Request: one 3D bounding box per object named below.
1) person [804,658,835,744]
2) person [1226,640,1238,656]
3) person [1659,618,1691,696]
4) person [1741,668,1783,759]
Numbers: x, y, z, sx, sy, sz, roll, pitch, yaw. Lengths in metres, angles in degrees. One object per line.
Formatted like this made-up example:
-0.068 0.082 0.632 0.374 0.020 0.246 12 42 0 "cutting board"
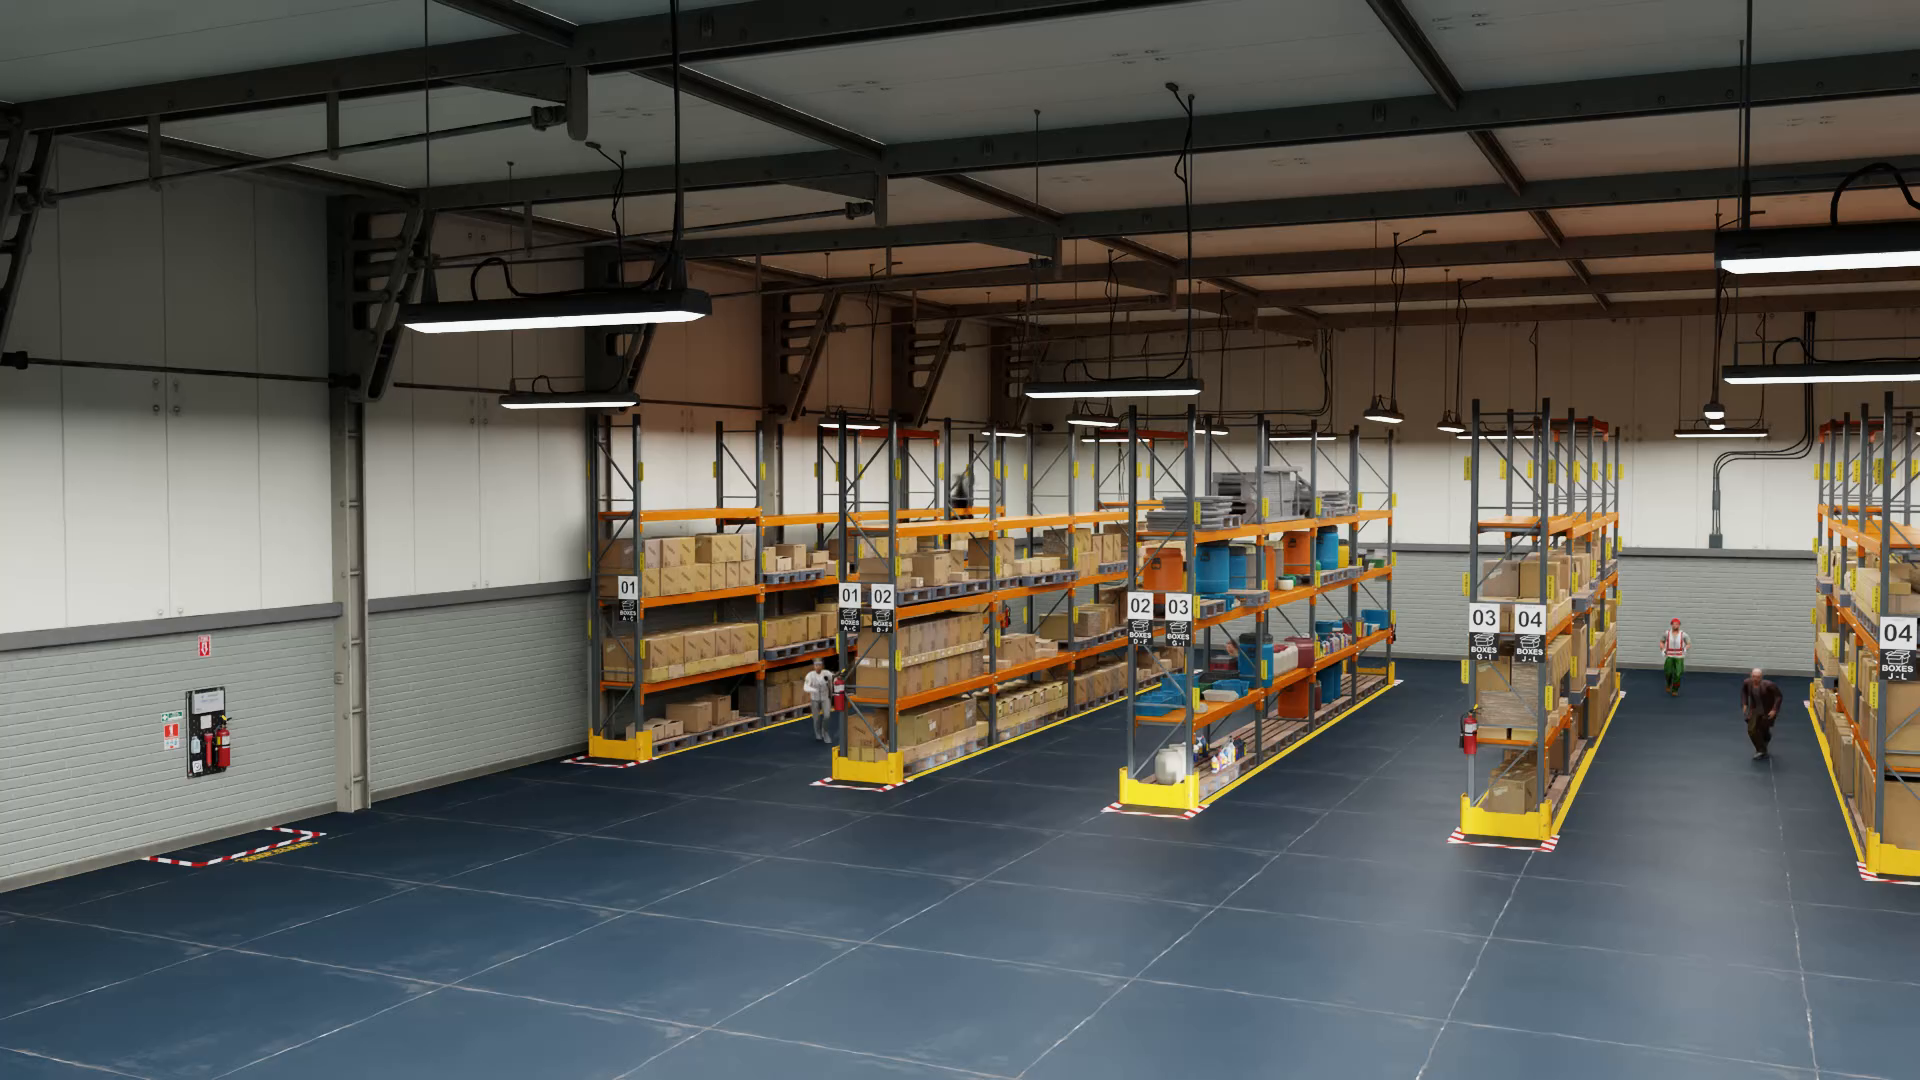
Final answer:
-2.566 2.940 30.543 0.602 1.615 0.917 0 2 -5 "person"
5.978 2.819 35.156 1.072 1.485 0.563 -2 3 -43 "person"
15.871 2.609 36.908 0.640 1.743 0.597 1 3 21 "person"
14.053 3.011 29.078 0.711 1.603 1.047 2 3 41 "person"
